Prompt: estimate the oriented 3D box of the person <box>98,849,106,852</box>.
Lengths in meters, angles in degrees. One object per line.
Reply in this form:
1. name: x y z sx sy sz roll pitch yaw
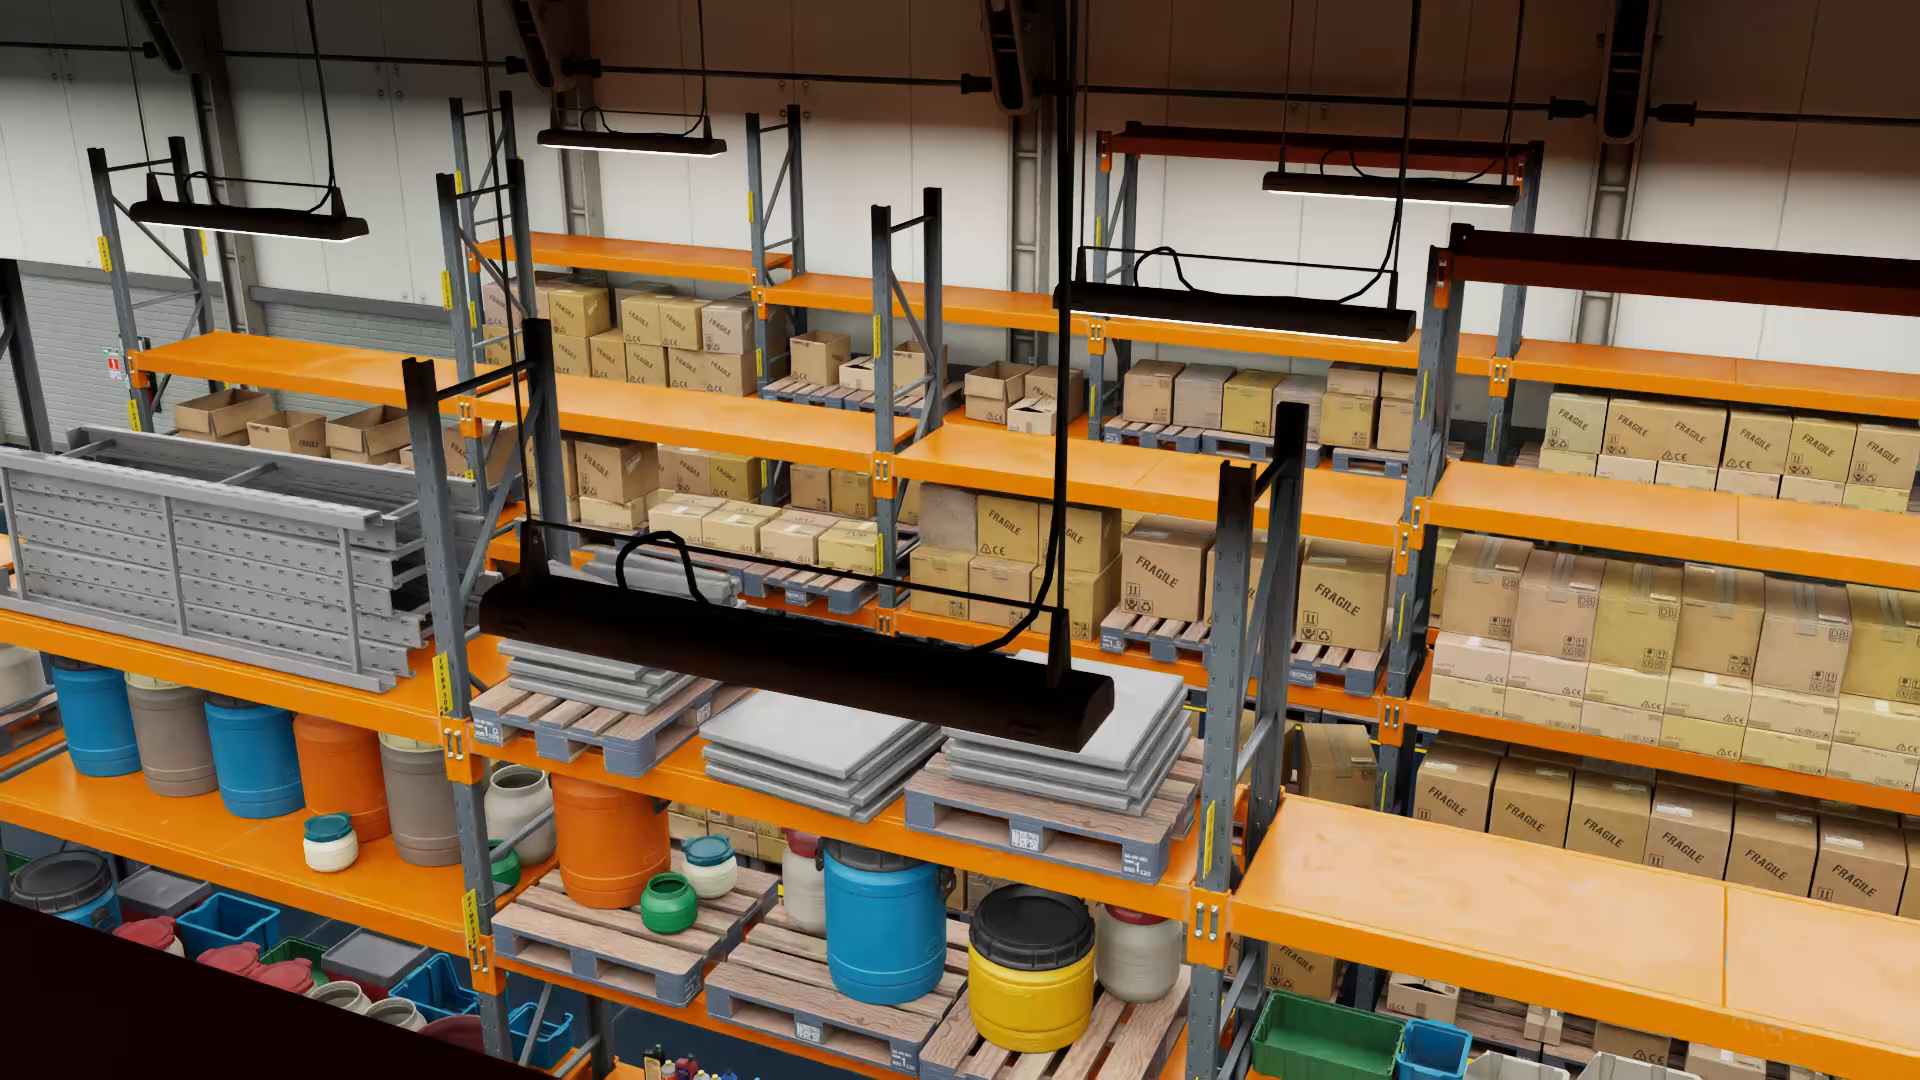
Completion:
1. person: -7.402 2.068 14.789 0.779 1.646 0.522 -8 22 -19
